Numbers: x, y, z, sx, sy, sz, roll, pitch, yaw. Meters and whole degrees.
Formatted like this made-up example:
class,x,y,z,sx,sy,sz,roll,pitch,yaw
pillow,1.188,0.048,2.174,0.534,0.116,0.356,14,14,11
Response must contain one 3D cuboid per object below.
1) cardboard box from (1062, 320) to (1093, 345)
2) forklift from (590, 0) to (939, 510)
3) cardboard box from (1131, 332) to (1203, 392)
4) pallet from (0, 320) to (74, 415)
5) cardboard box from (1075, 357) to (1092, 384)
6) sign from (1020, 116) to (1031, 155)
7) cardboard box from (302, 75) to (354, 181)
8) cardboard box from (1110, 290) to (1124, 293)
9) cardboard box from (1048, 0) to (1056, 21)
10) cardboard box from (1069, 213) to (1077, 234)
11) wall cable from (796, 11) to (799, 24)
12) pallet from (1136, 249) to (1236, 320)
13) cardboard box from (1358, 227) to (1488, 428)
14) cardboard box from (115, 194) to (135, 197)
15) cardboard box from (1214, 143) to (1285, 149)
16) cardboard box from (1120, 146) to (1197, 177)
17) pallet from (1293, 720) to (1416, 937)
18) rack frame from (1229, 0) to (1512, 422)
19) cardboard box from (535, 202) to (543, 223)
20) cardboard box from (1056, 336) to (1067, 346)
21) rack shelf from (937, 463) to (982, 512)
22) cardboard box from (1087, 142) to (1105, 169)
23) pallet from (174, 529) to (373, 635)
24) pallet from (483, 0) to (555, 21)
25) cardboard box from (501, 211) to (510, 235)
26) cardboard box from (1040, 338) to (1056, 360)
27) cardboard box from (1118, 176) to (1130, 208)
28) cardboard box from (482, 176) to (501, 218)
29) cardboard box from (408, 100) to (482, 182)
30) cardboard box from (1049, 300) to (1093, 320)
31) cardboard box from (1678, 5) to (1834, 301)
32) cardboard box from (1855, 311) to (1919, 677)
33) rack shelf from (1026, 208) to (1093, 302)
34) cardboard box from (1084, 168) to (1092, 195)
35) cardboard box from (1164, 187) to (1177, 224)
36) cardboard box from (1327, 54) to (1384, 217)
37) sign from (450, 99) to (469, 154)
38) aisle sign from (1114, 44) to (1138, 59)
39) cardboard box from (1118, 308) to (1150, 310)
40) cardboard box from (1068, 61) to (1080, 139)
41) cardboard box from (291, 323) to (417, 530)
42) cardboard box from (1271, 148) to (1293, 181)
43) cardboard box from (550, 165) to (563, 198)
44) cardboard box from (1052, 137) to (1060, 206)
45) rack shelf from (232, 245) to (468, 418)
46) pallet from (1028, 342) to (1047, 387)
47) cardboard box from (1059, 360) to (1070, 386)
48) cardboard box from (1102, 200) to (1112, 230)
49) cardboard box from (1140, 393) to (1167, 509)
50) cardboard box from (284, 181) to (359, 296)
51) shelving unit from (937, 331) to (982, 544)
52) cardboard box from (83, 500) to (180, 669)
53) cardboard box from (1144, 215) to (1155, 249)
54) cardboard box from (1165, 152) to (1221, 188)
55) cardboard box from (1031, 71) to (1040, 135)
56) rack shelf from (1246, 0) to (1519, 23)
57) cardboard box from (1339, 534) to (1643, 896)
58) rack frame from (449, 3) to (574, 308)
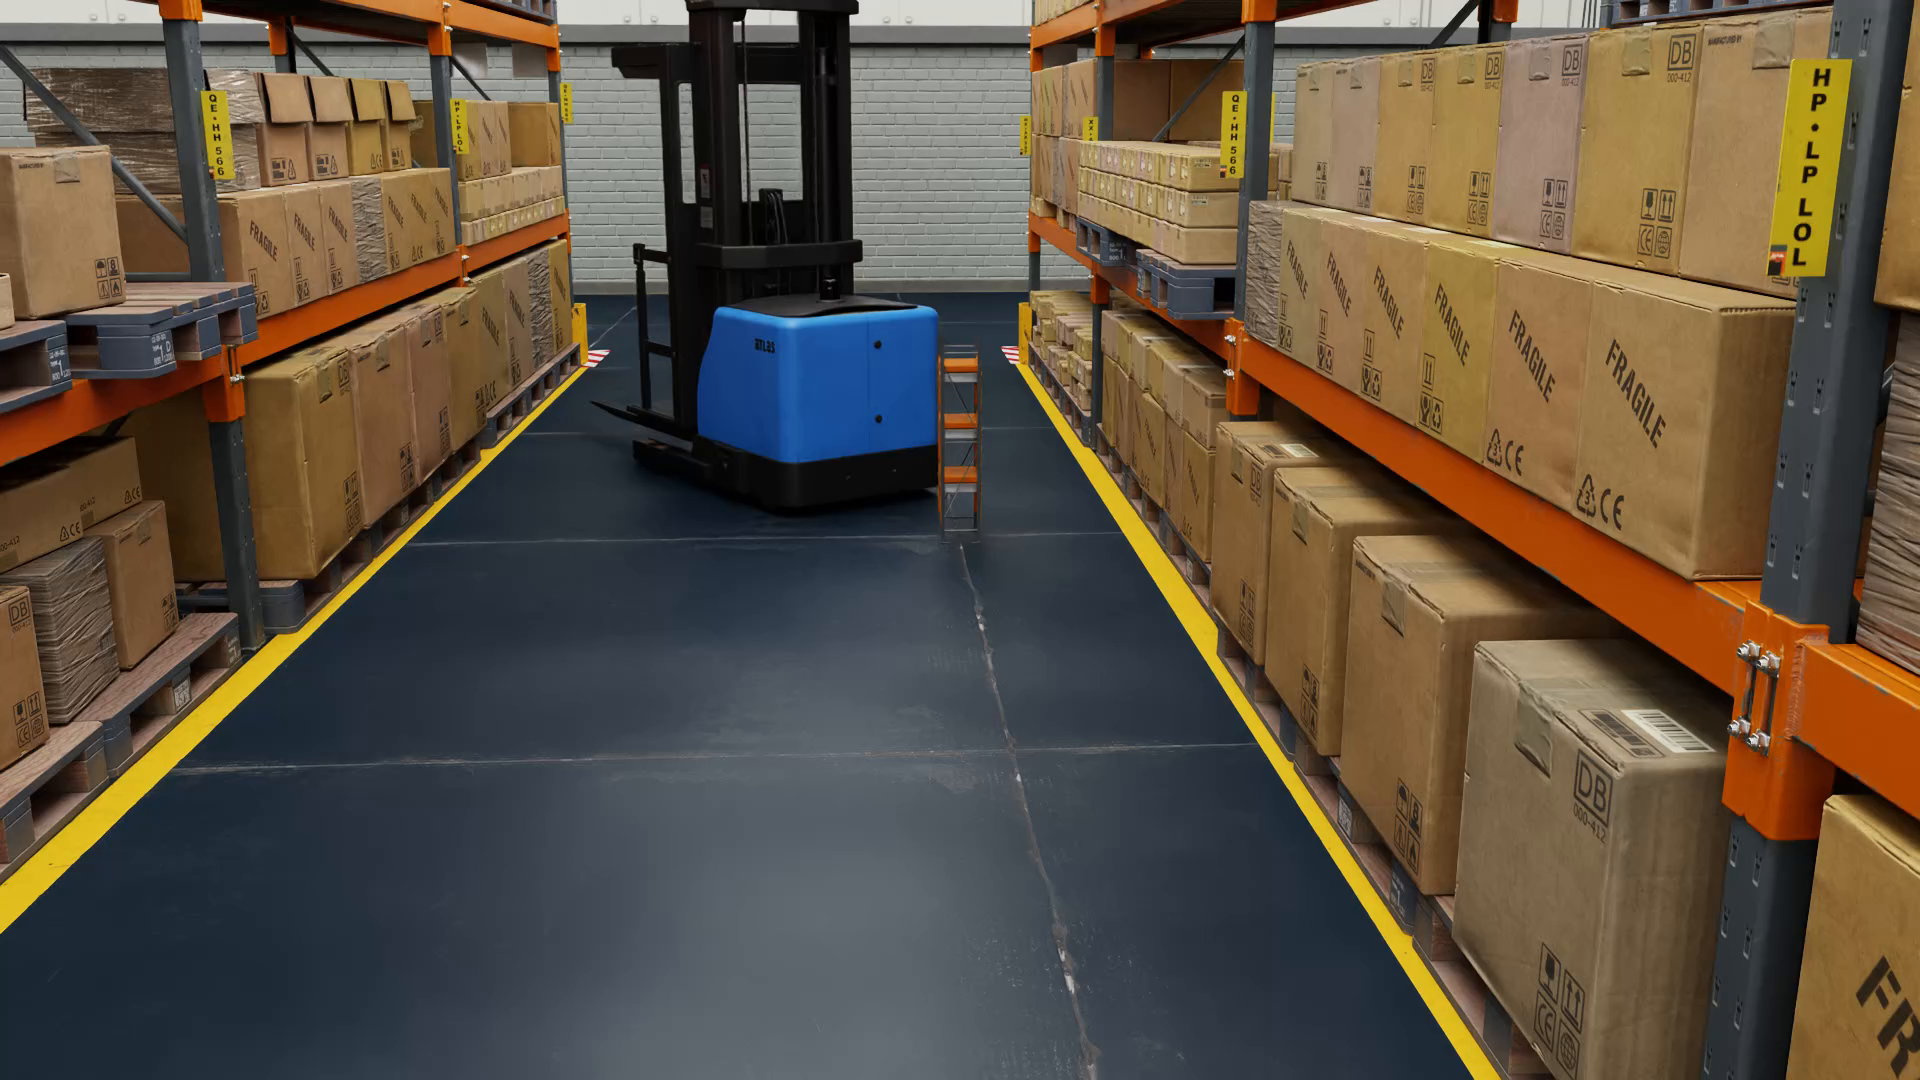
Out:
class,x,y,z,sx,sy,sz,roll,pitch,yaw
cardboard box,0.945,-1.499,12.017,0.380,0.149,0.250,-2,15,-6
forklift,-1.369,-1.897,10.018,1.130,2.935,3.031,-10,18,-34
cardboard box,1.197,-0.956,8.891,0.500,0.250,0.500,0,14,-1
pallet,-3.193,-0.416,4.510,1.003,0.211,1.213,-1,14,-3
cardboard box,0.986,-1.155,11.275,0.380,0.149,0.250,-2,15,-6
sign,0.562,-3.453,14.189,0.100,0.325,0.005,-1,14,-3
cardboard box,-3.472,-2.046,8.245,0.797,0.503,0.637,0,14,-2
cardboard box,1.390,-2.025,14.062,0.380,0.149,0.250,-1,14,-3
cardboard box,0.950,-4.048,12.519,0.500,0.250,0.500,-1,14,-5
cardboard box,0.981,-2.254,11.772,0.380,0.149,0.250,-2,15,-6
wall cable,-0.763,-8.913,18.654,2.277,5.999,0.120,-1,14,-3
pallet,1.449,-1.135,7.303,1.213,0.211,1.003,-1,14,-3
cardboard box,1.452,-0.609,4.674,0.500,0.500,0.500,-1,14,-4
cardboard box,-3.635,-1.168,6.847,0.500,0.500,0.500,0,14,-2
cardboard box,1.620,-2.124,9.229,0.380,0.149,0.250,-1,14,-4
cardboard box,1.019,-1.923,8.450,0.380,0.149,0.250,0,14,-2
pallet,1.646,0.798,5.001,1.003,0.211,1.213,-1,14,-3
rack frame,1.600,-1.052,6.597,1.000,3.000,0.127,-1,14,-3
cardboard box,-3.437,-2.531,12.849,0.380,0.149,0.250,-1,14,-5
cardboard box,0.963,-1.616,13.069,0.380,0.149,0.250,-2,15,-6
rack shelf,-0.003,-0.242,8.519,0.215,0.259,0.240,-1,14,-3
cardboard box,0.941,-2.243,9.691,0.380,0.149,0.250,0,14,-2
pallet,-3.331,0.152,7.511,1.003,0.211,1.213,-1,14,-3
pallet,-3.796,-4.216,13.051,1.003,0.211,1.213,-1,14,-3
cardboard box,-3.359,-2.213,11.610,0.380,0.149,0.250,-1,14,-4
cardboard box,0.844,-1.539,13.365,0.380,0.149,0.250,-1,14,-3
cardboard box,1.016,-1.779,8.485,0.380,0.149,0.250,-1,14,-5
cardboard box,-3.398,-2.312,11.196,0.500,0.250,0.500,-1,14,-4
cardboard box,-3.379,-2.553,10.630,0.500,0.500,0.500,-1,14,-3
cardboard box,0.920,-1.826,13.286,0.380,0.149,0.250,-2,15,-6
cardboard box,1.811,-0.714,3.073,0.700,0.500,0.500,-1,14,-4
cardboard box,1.882,-0.039,2.356,0.875,0.550,0.550,-1,14,-3
rack shelf,1.228,-2.196,12.486,1.077,0.370,4.000,-1,14,-3
cardboard box,0.935,-2.103,9.746,0.380,0.149,0.250,-1,14,-5
cardboard box,1.096,-1.460,7.247,0.380,0.149,0.250,0,14,-1
cardboard box,1.650,-1.347,5.537,0.700,0.500,0.500,-1,14,-4
sign,-3.064,-2.529,10.171,0.100,0.325,0.005,-1,14,-3
aisle sign,1.399,-4.324,14.094,0.394,0.787,0.004,-1,14,-3
cardboard box,1.422,-1.701,12.801,0.380,0.149,0.250,-1,14,-5
cardboard box,1.015,-2.965,11.227,0.500,0.500,0.500,-1,14,-5
cardboard box,-3.427,-0.569,8.140,1.225,0.875,0.875,-1,14,-3
cardboard box,1.700,-1.801,7.974,0.380,0.149,0.250,0,14,-1
cardboard box,-3.558,-2.946,13.659,0.500,0.250,0.500,-1,14,-4
cardboard box,0.970,-2.737,12.347,0.500,0.500,0.500,-1,14,-5
rack shelf,-3.481,-1.150,8.420,1.077,0.370,4.000,-1,14,-3
pallet,1.124,-1.470,13.816,1.003,0.211,1.213,-1,14,-3
cardboard box,0.923,-1.220,12.125,0.380,0.149,0.250,-1,14,-4
cardboard box,0.982,-1.767,9.036,0.380,0.149,0.250,-2,15,-6
cardboard box,1.221,-0.465,8.489,0.500,0.500,0.500,-2,15,-6
cardboard box,-3.185,-1.430,7.864,0.500,0.500,0.500,-1,14,-4
shelving unit,-0.003,-0.522,8.447,0.215,1.050,0.252,-1,14,-3
cardboard box,-3.296,0.163,6.007,0.700,0.500,0.500,-2,15,-6
cardboard box,1.069,-1.437,7.755,0.380,0.149,0.250,-1,14,-4
cardboard box,1.098,-1.600,7.191,0.380,0.149,0.250,-1,14,-4
cardboard box,0.867,-3.603,13.706,0.500,0.500,0.500,-1,14,-4
rack shelf,1.724,-1.659,4.380,1.077,0.370,4.000,-1,14,-3
cardboard box,1.663,0.436,4.486,1.050,0.750,0.750,-1,14,-3
rack frame,-3.853,-2.991,14.130,1.000,3.000,0.127,-1,14,-3
